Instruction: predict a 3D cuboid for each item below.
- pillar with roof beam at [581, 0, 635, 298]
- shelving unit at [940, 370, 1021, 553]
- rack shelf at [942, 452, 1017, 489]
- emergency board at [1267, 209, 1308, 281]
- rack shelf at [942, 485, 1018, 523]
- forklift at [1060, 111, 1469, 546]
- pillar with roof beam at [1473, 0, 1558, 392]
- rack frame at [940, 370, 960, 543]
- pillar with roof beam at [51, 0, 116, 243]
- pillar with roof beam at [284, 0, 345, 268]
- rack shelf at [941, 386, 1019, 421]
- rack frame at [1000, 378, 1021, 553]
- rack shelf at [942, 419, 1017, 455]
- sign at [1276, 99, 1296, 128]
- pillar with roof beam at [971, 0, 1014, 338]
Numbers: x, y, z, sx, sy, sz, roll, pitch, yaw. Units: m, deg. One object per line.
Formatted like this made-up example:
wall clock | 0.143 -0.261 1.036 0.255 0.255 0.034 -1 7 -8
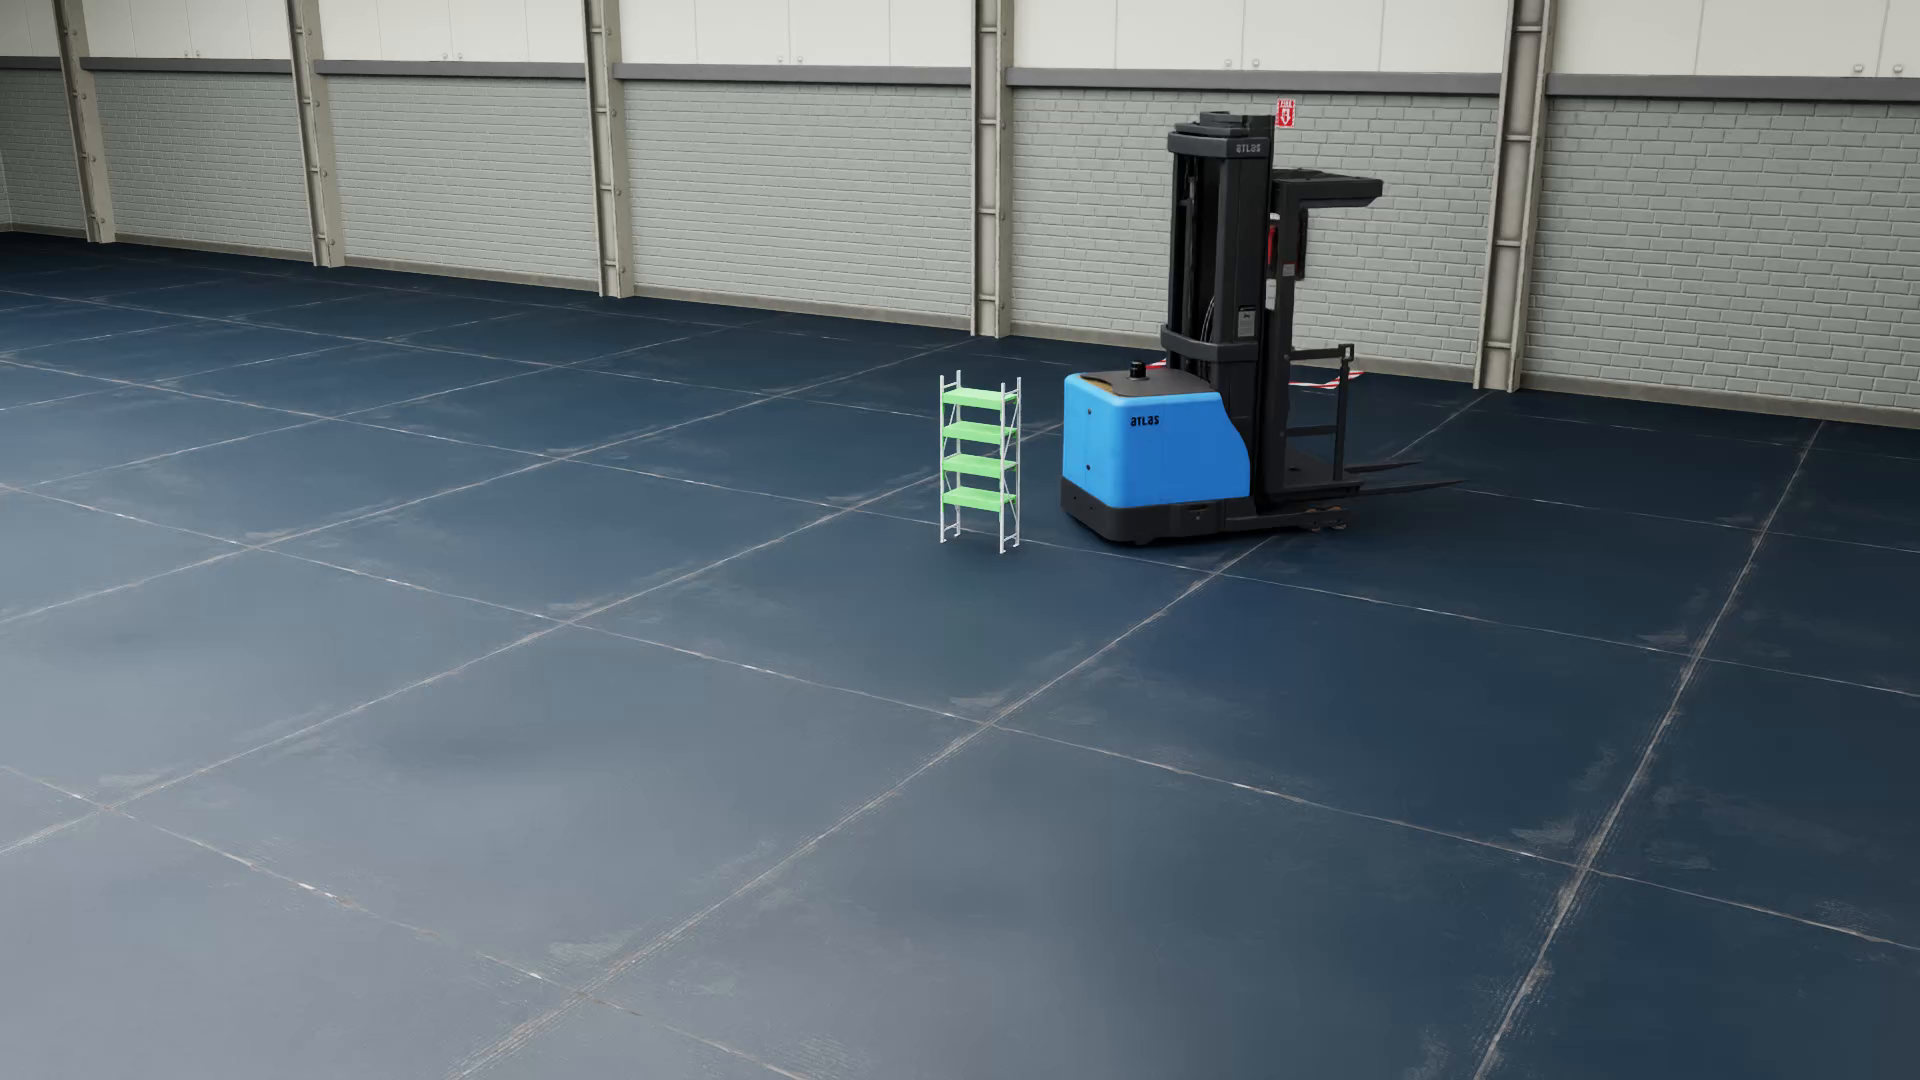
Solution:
pillar with roof beam | -6.993 -6.621 18.195 0.400 9.000 9.100 10 20 30
shelving unit | 0.141 -0.549 11.624 0.503 1.200 0.258 10 20 30
rack shelf | 0.141 -0.488 11.642 0.480 0.148 0.258 10 20 30
emergency board | 3.400 -3.377 17.837 0.643 1.169 0.194 10 20 30
rack shelf | 0.141 -0.258 11.712 0.480 0.148 0.258 10 20 30
forklift | 2.327 -1.598 12.100 3.031 2.935 1.130 -6 18 -18
pillar with roof beam | 3.232 -4.796 12.186 0.400 9.000 9.100 10 20 30
rack frame | -0.067 -0.586 11.746 0.015 1.200 0.240 10 20 30
pillar with roof beam | -17.219 -8.446 24.204 0.400 9.000 9.100 10 20 30
pillar with roof beam | -12.106 -7.534 21.200 0.400 9.000 9.100 10 20 30
rack shelf | 0.141 -0.947 11.503 0.480 0.148 0.258 10 20 30
rack frame | 0.349 -0.512 11.502 0.015 1.200 0.240 10 20 30
rack shelf | 0.141 -0.717 11.573 0.480 0.148 0.258 10 20 30
sign | 3.445 -4.512 17.585 0.199 0.298 0.001 10 20 30
pillar with roof beam | -1.880 -5.708 15.191 0.400 9.000 9.100 10 20 30
